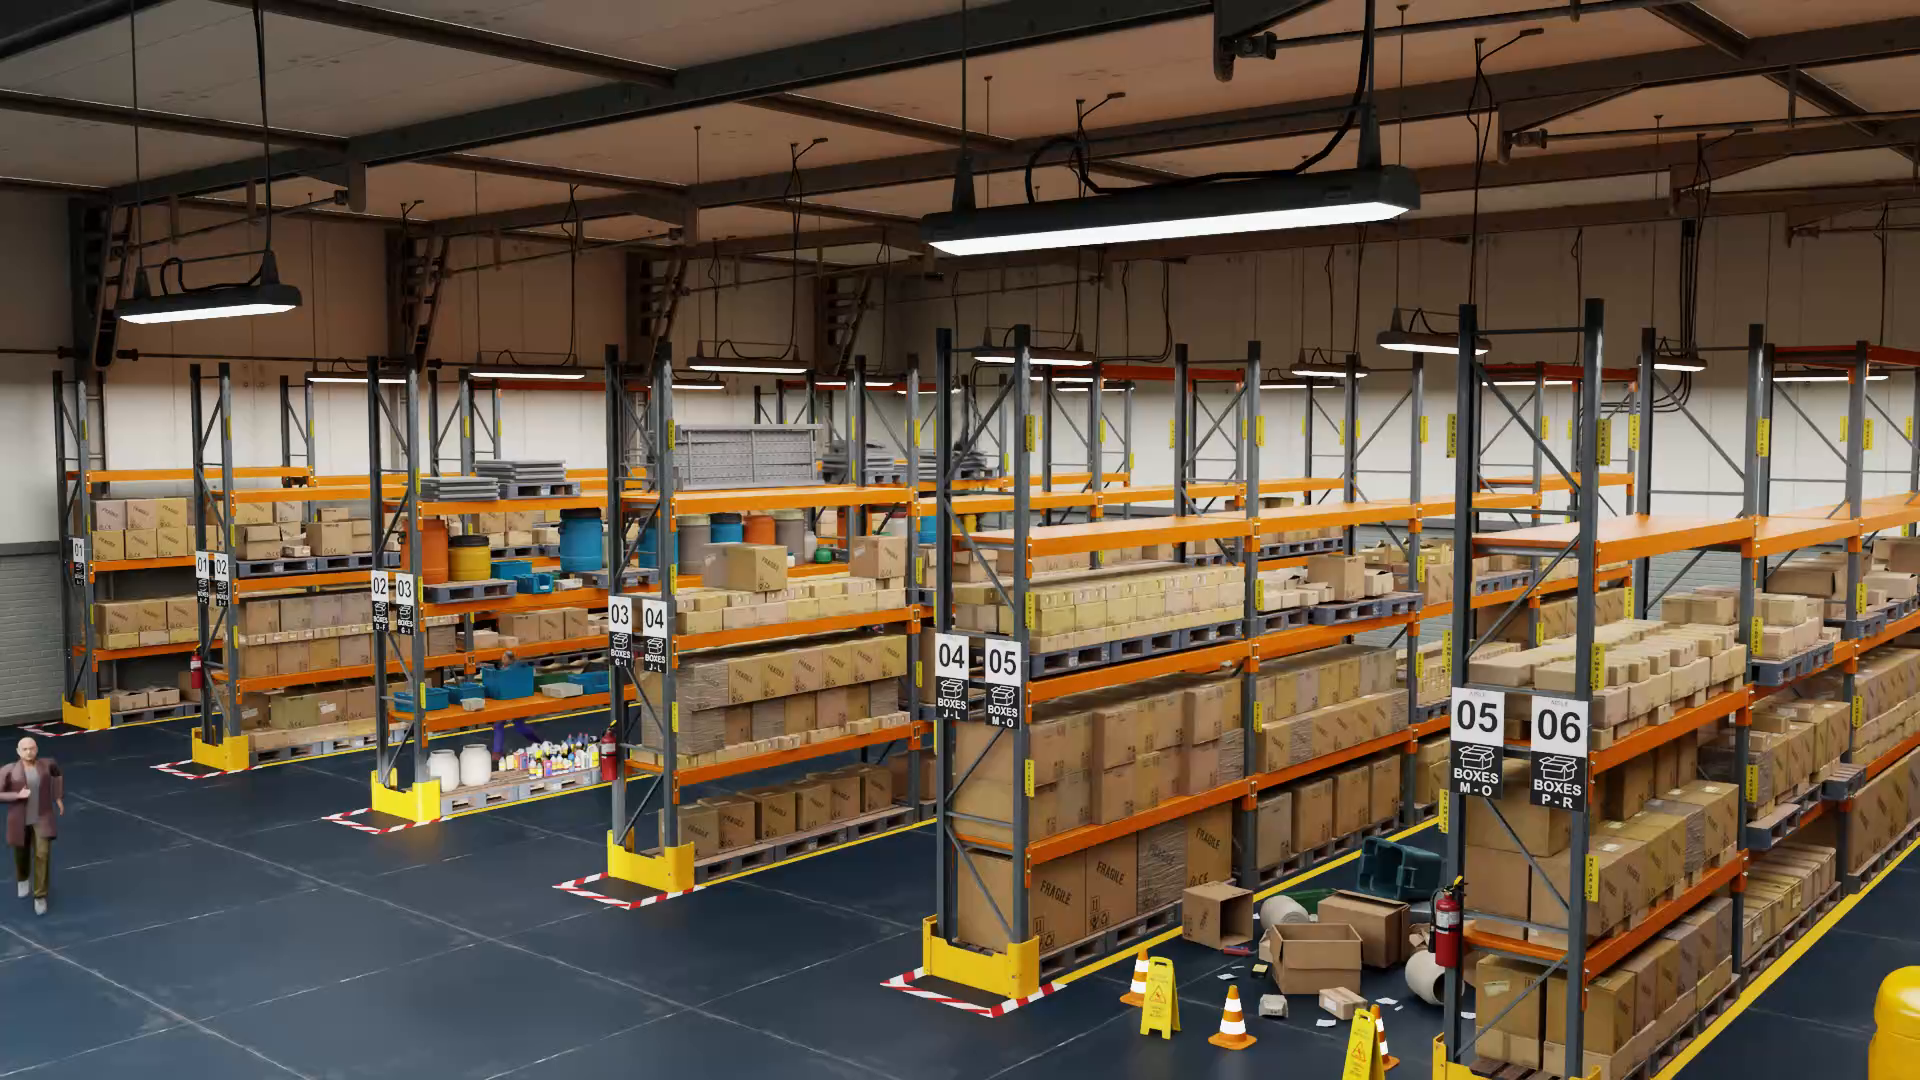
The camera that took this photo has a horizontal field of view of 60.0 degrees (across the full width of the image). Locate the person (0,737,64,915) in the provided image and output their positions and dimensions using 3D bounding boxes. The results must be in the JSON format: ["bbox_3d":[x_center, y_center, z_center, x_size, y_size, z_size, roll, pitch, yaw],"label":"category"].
[{"bbox_3d":[-9.857,2.975,17.614,0.690,1.797,1.033,-3,5,-33],"label":"person"}]

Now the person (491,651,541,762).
[{"bbox_3d":[-6.810,2.503,25.273,0.599,1.638,0.928,3,5,34],"label":"person"}]

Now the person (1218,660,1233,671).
[{"bbox_3d":[3.898,2.567,24.376,0.606,1.655,0.925,3,5,32],"label":"person"}]
